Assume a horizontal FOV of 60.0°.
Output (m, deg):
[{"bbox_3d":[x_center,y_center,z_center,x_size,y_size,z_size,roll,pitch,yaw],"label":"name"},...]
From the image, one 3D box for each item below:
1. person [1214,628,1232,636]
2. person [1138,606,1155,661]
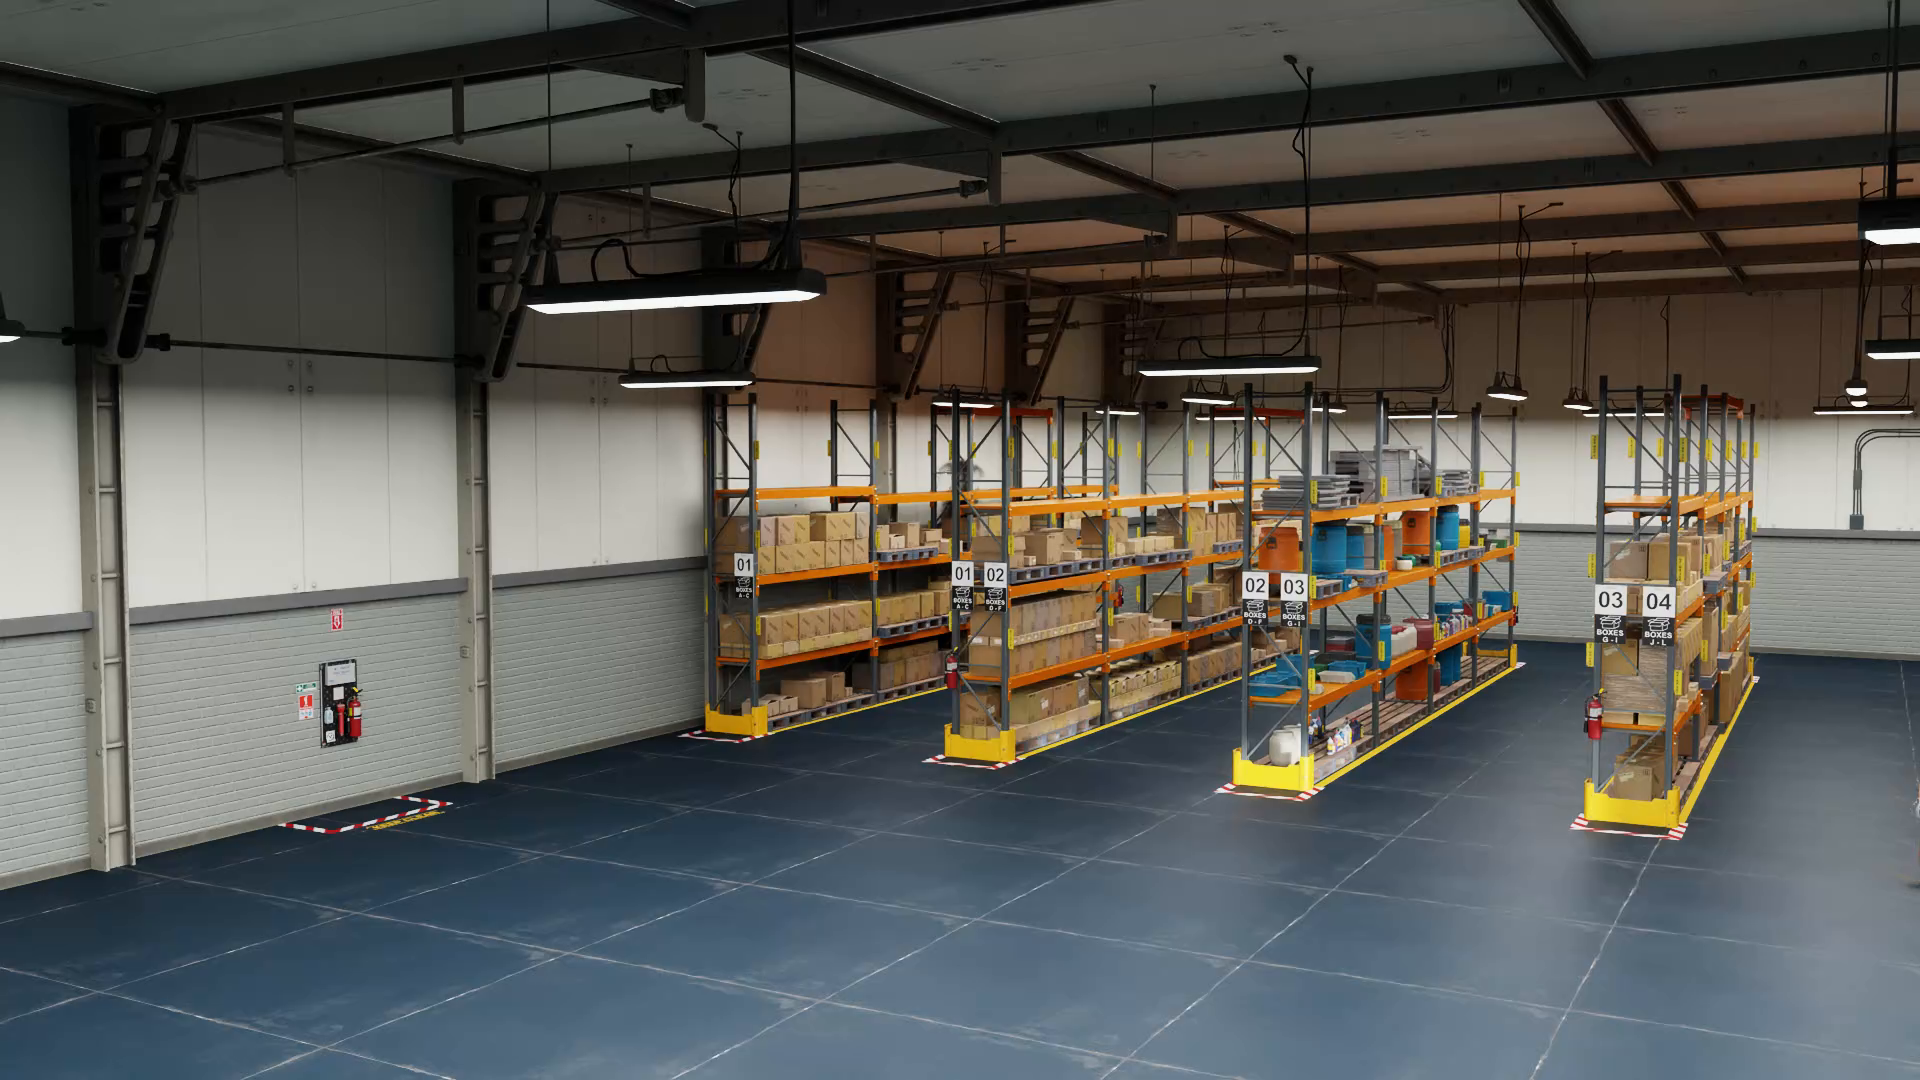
[{"bbox_3d":[7.014,1.762,43.943,0.663,1.756,0.723,-2,4,-33],"label":"person"},{"bbox_3d":[4.251,2.210,37.604,1.015,1.498,0.678,-3,4,-45],"label":"person"}]
